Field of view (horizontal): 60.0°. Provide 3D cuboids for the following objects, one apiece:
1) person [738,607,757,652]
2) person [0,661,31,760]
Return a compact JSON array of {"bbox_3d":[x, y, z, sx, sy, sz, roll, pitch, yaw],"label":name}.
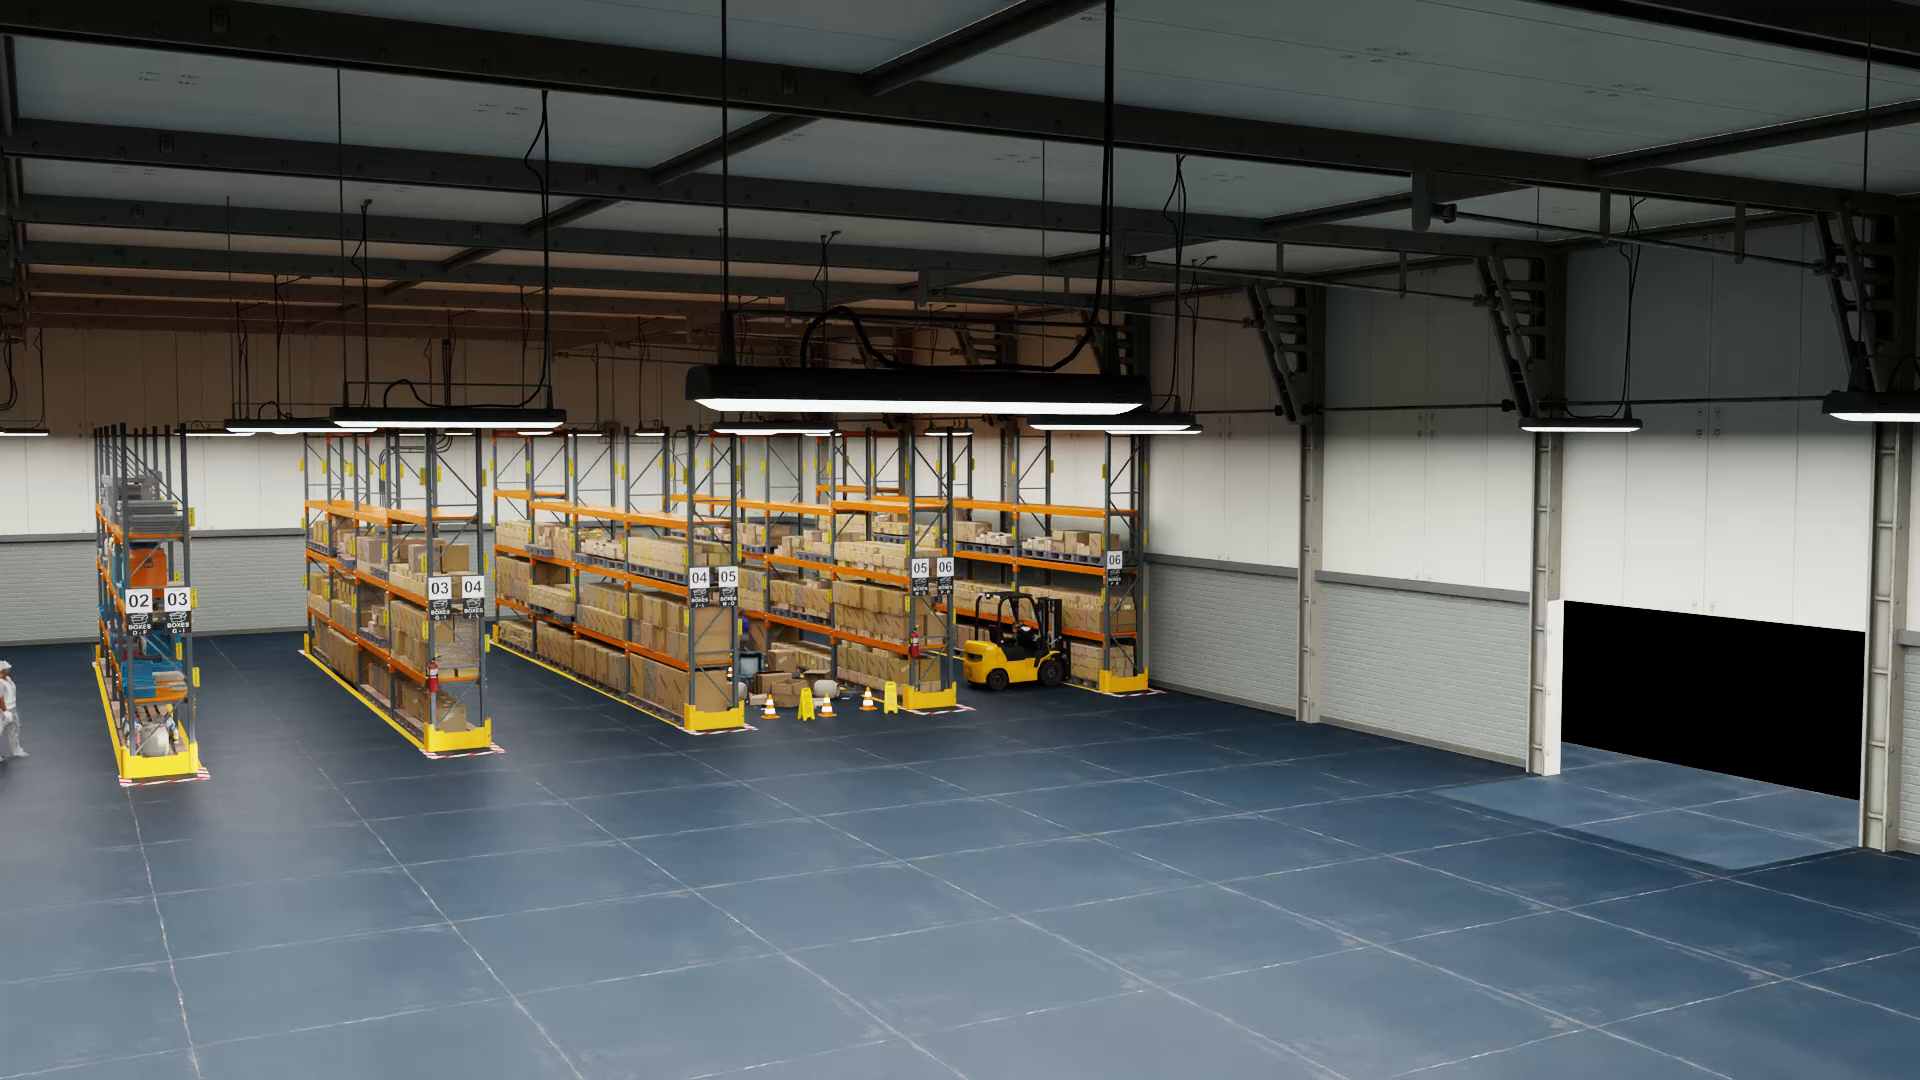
[{"bbox_3d":[-5.198,2.454,40.497,0.551,1.653,0.433,1,4,20],"label":"person"},{"bbox_3d":[-17.045,3.046,29.722,0.537,1.812,0.705,-1,3,-9],"label":"person"}]
